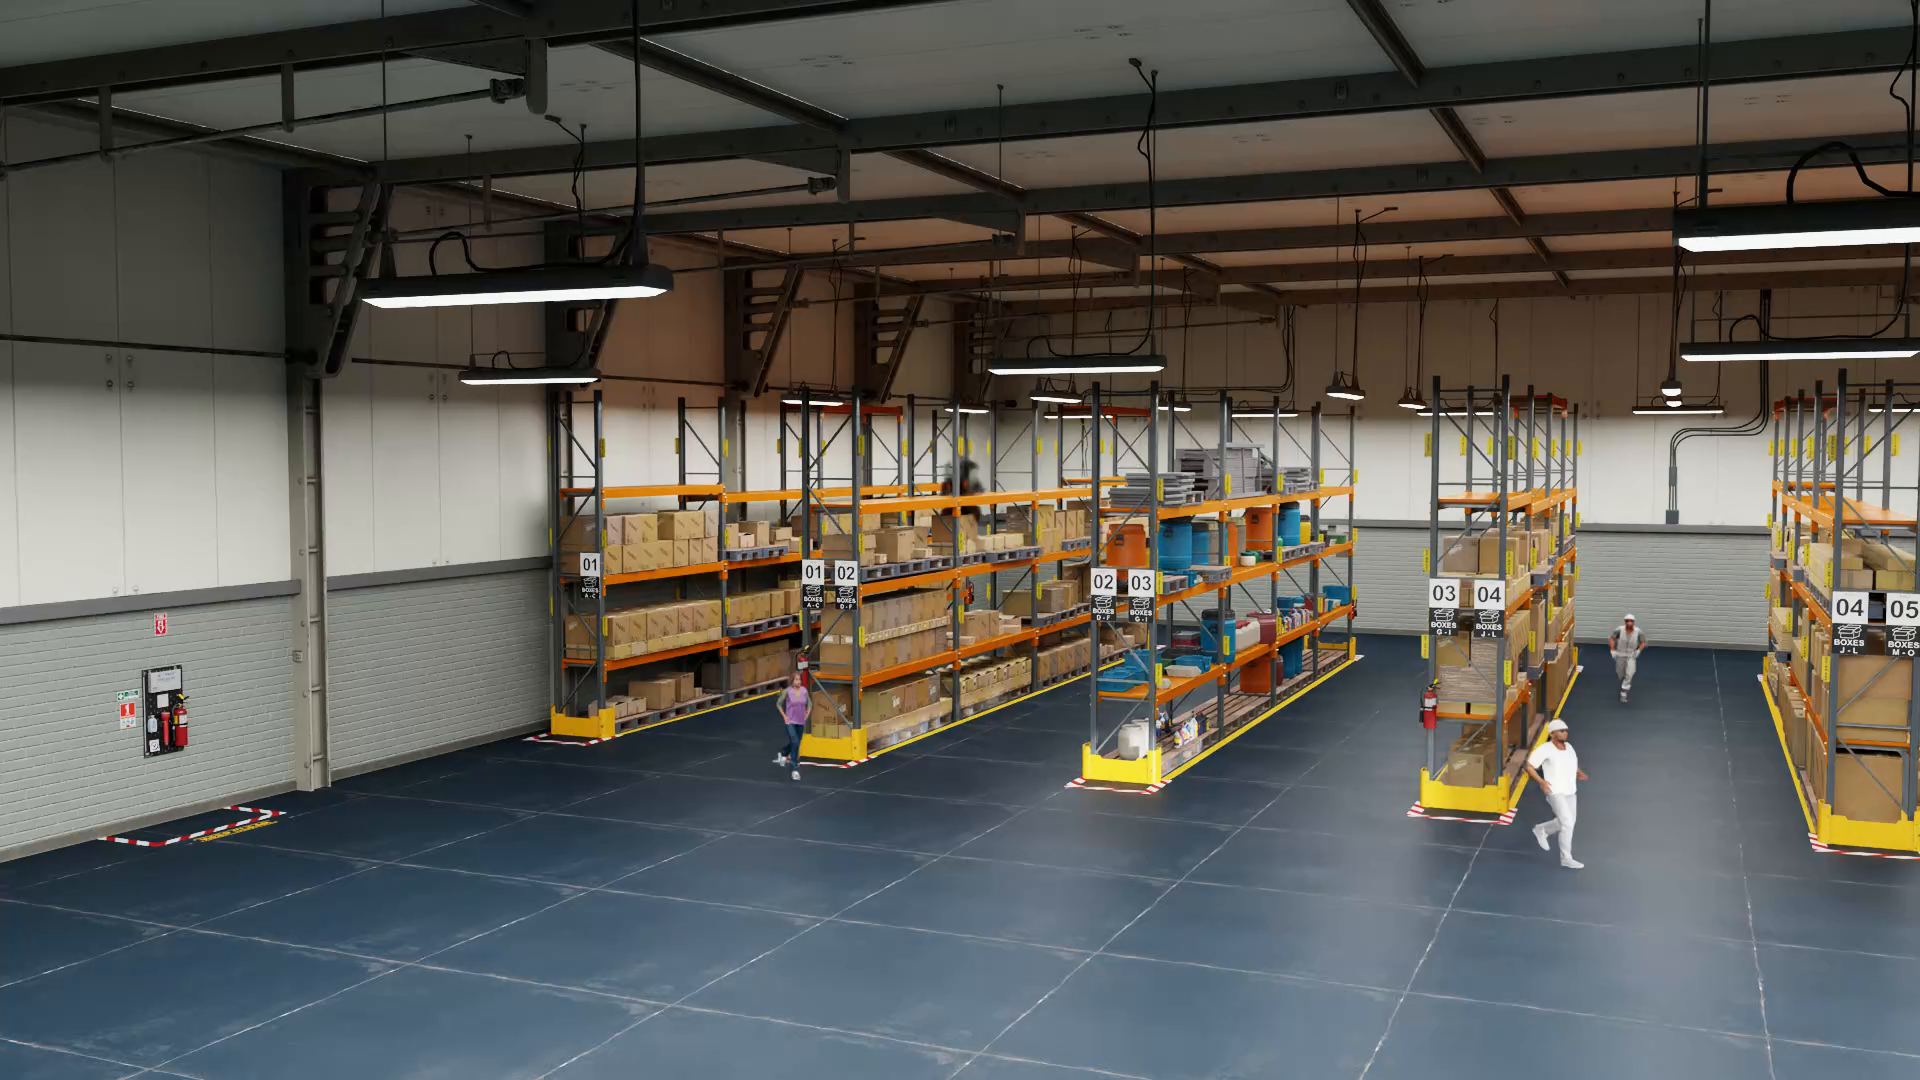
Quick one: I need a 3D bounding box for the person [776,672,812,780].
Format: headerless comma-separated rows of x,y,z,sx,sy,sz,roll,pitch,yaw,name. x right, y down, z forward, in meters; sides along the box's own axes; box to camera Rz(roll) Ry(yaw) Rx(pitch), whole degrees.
-2.538,2.802,25.384,0.547,1.600,0.775,-2,4,-31,person

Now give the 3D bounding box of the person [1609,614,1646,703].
13.254,2.330,33.015,0.674,1.758,0.838,1,3,25,person

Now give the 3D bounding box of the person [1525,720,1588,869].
7.186,3.028,20.010,0.714,1.739,0.846,-2,4,-29,person
